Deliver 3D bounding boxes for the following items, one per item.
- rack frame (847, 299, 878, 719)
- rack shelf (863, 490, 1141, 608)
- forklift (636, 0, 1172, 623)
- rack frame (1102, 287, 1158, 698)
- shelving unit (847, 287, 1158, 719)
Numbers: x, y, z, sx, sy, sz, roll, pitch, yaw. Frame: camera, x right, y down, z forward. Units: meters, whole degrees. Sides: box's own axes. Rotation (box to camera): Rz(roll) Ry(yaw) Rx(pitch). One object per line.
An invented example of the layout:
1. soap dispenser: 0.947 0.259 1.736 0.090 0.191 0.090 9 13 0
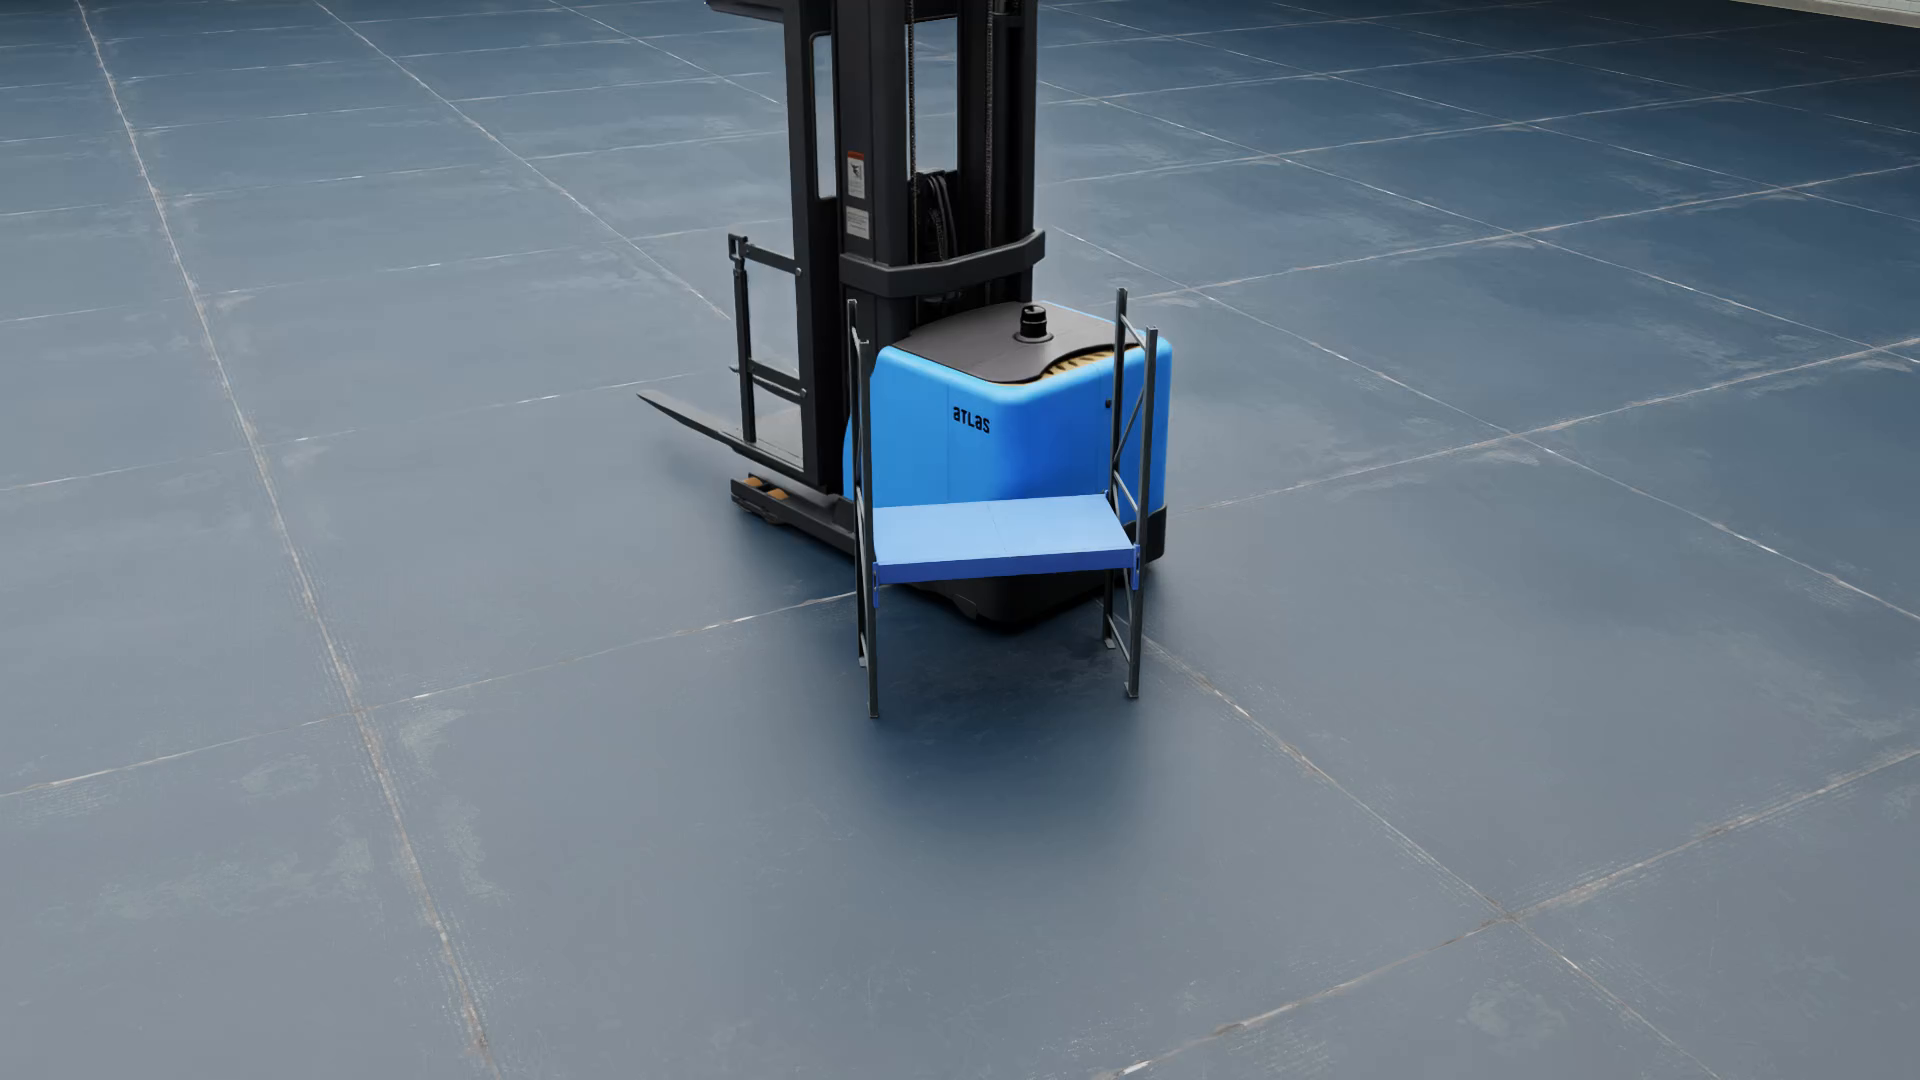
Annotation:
1. rack frame: -0.364 -0.104 6.234 0.032 1.500 0.500 -4 26 -8
2. rack shelf: 0.139 0.026 6.379 1.000 0.185 0.538 -4 26 -8
3. forklift: -0.455 -1.529 7.548 1.130 2.935 3.031 -22 33 -38
4. rack frame: 0.642 -0.168 6.368 0.032 1.500 0.500 -4 26 -8
5. shelving unit: 0.139 -0.136 6.301 1.048 1.500 0.538 -4 26 -8
